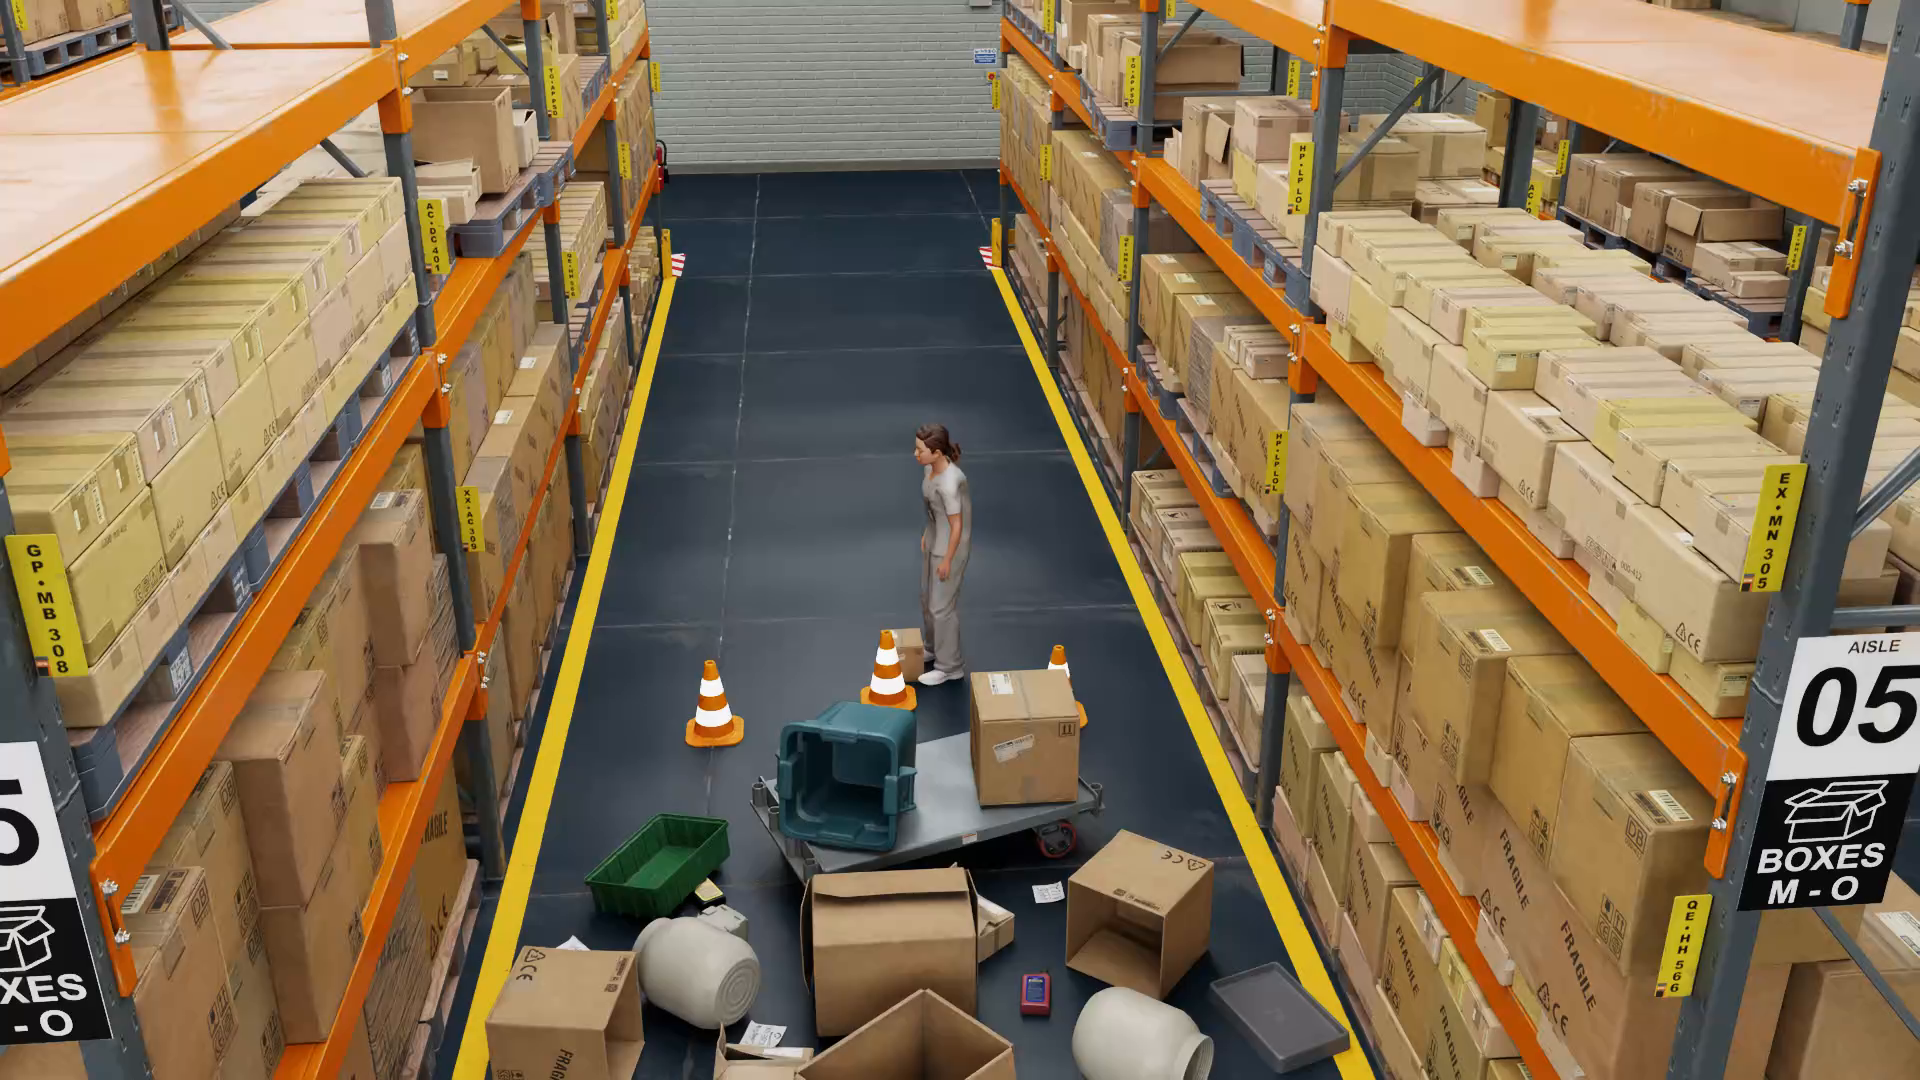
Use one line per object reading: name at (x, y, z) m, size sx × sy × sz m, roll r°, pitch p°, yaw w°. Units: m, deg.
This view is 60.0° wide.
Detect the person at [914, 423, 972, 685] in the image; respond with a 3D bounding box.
person at (-0.123, 0.065, 10.164) m, size 0.362 × 1.672 × 0.488 m, roll -7°, pitch 25°, yaw -15°
